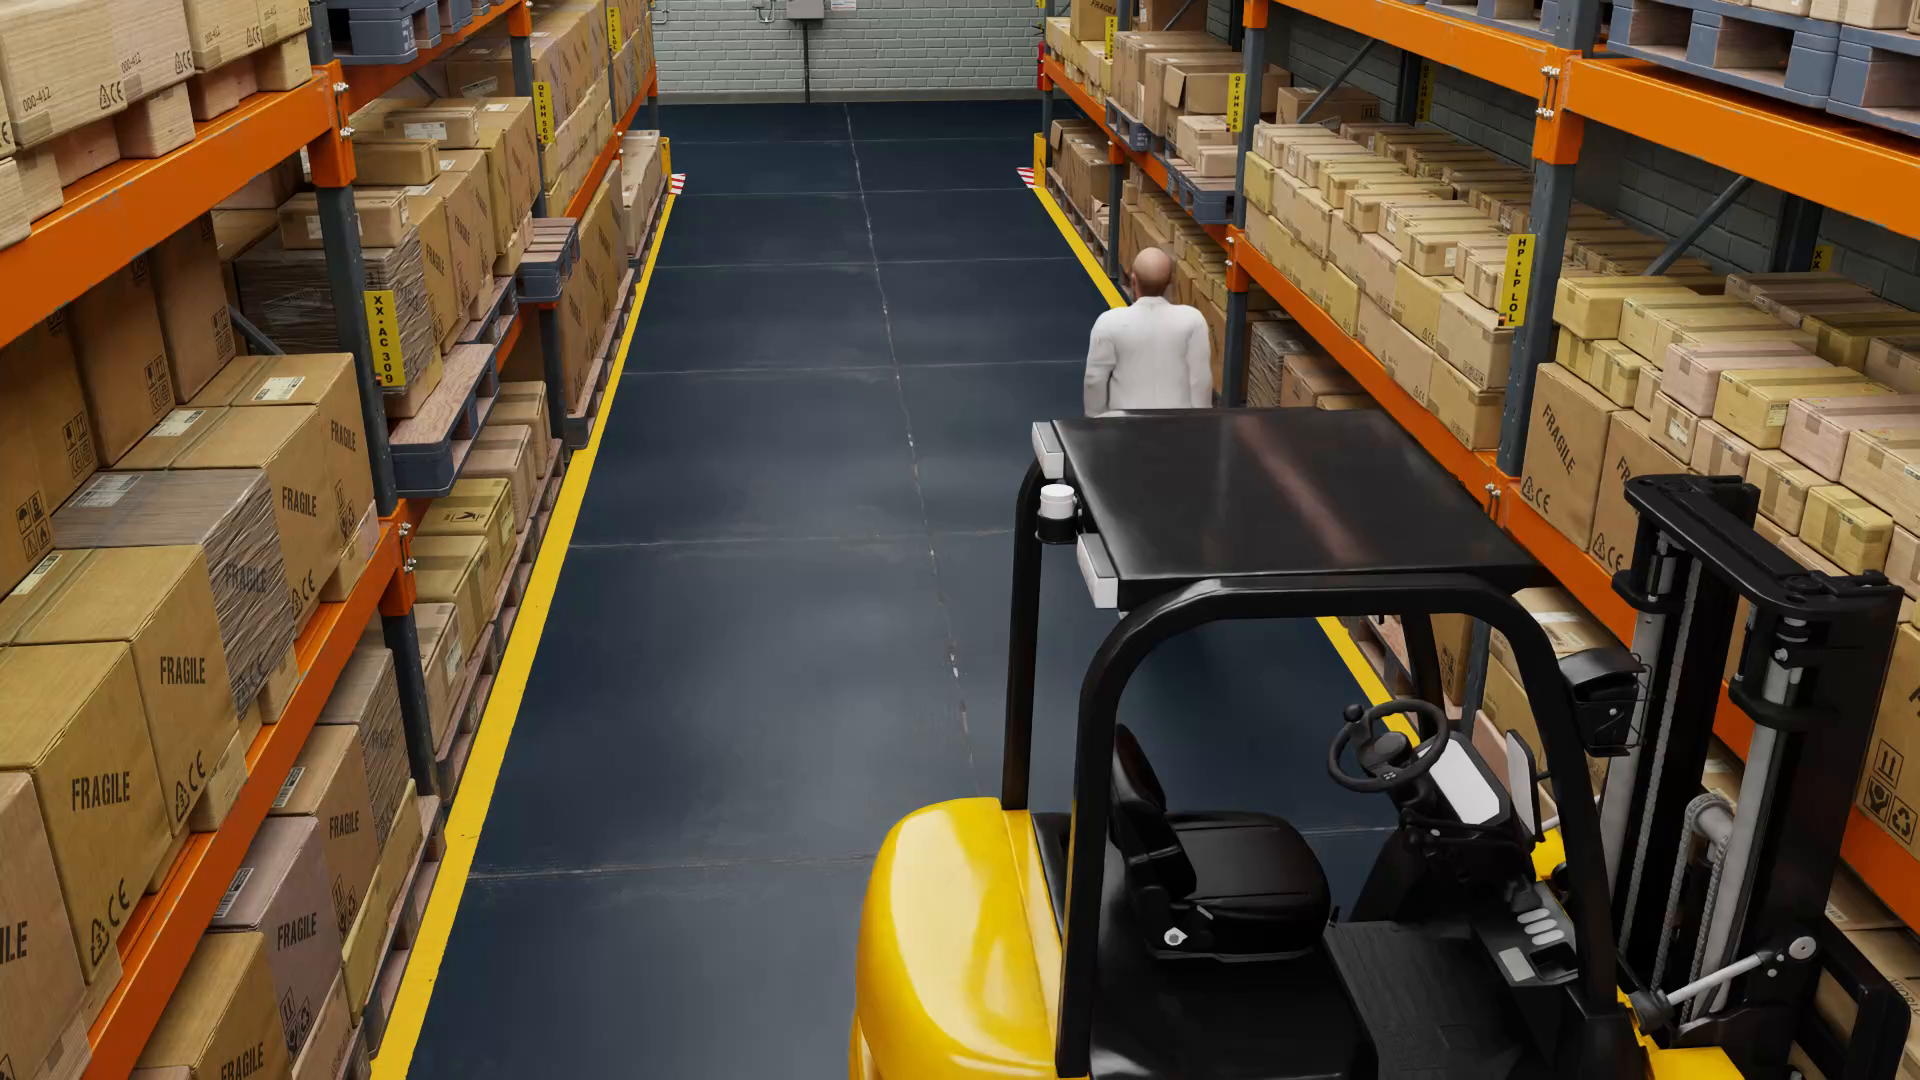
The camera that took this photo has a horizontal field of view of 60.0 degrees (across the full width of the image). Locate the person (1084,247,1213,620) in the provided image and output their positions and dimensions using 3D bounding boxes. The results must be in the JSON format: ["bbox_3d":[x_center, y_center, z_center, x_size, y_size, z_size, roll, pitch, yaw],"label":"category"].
[{"bbox_3d":[0.847,-0.498,7.730,0.588,1.755,0.855,-2,24,-6],"label":"person"}]
